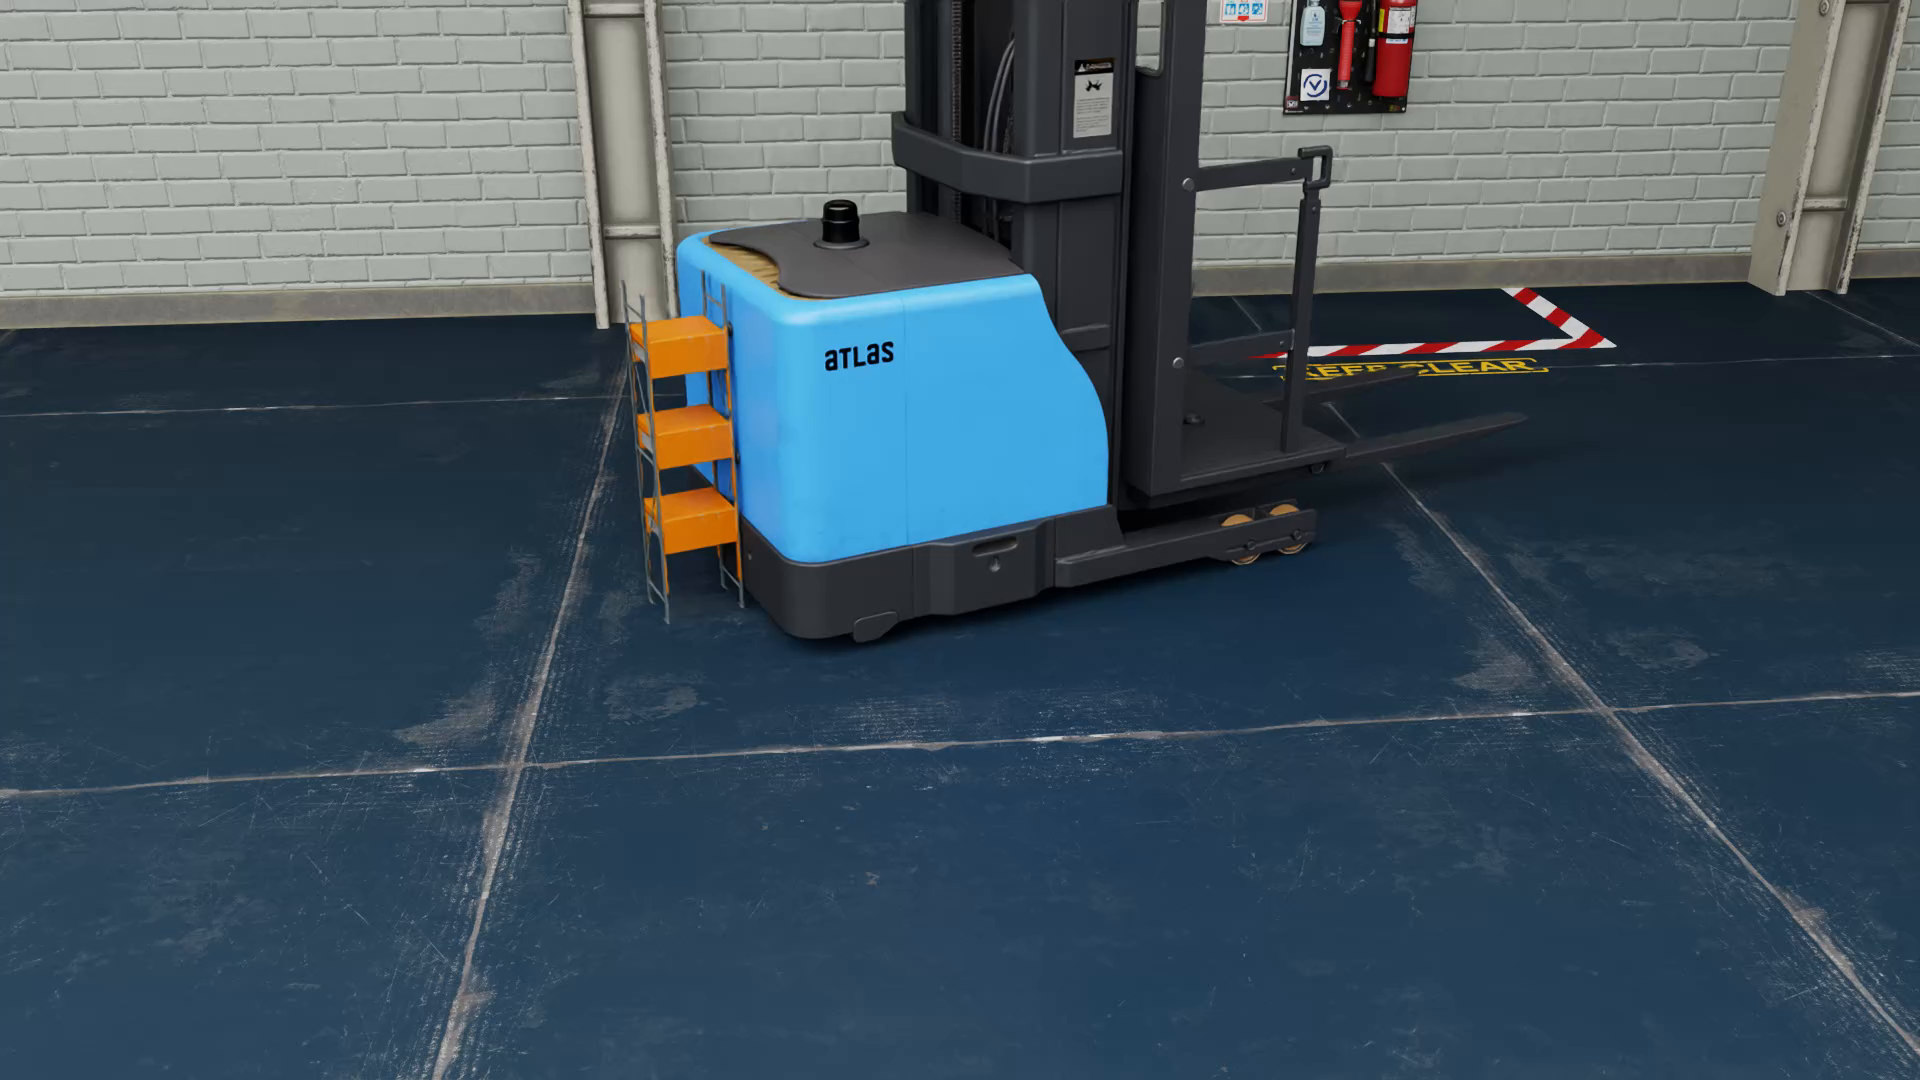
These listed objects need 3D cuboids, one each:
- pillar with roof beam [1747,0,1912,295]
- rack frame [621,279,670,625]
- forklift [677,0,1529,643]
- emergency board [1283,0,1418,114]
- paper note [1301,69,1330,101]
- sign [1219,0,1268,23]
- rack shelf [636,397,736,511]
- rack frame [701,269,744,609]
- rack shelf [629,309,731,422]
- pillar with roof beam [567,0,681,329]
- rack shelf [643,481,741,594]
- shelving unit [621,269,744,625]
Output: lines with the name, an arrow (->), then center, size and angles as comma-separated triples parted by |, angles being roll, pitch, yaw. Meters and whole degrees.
pillar with roof beam -> 4.818, -3.706, 3.008 | 0.400, 9.000, 9.100 | -2, 24, -5
rack frame -> -0.948, -0.252, 5.025 | 0.008, 1.050, 0.200 | -12, 27, -24
forklift -> 0.634, -1.434, 5.368 | 3.031, 2.935, 1.130 | -12, 27, -24
emergency board -> 1.932, -2.621, 7.954 | 0.643, 1.169, 0.194 | -2, 24, -5
paper note -> 1.749, -2.240, 8.180 | 0.142, 0.148, 0.016 | -2, 24, -5
sign -> 1.371, -2.657, 7.991 | 0.234, 0.329, 0.001 | -2, 24, -5
rack shelf -> -0.839, -0.265, 5.080 | 0.240, 0.259, 0.215 | -12, 27, -24
rack frame -> -0.730, -0.297, 5.126 | 0.008, 1.050, 0.200 | -12, 27, -24
rack shelf -> -0.839, -0.524, 4.965 | 0.240, 0.259, 0.215 | -12, 27, -24
pillar with roof beam -> -1.153, -3.466, 2.469 | 0.400, 9.000, 9.100 | -2, 24, -5
rack shelf -> -0.839, -0.011, 5.193 | 0.240, 0.259, 0.215 | -12, 27, -24
shelving unit -> -0.839, -0.275, 5.076 | 0.252, 1.050, 0.215 | -12, 27, -24
